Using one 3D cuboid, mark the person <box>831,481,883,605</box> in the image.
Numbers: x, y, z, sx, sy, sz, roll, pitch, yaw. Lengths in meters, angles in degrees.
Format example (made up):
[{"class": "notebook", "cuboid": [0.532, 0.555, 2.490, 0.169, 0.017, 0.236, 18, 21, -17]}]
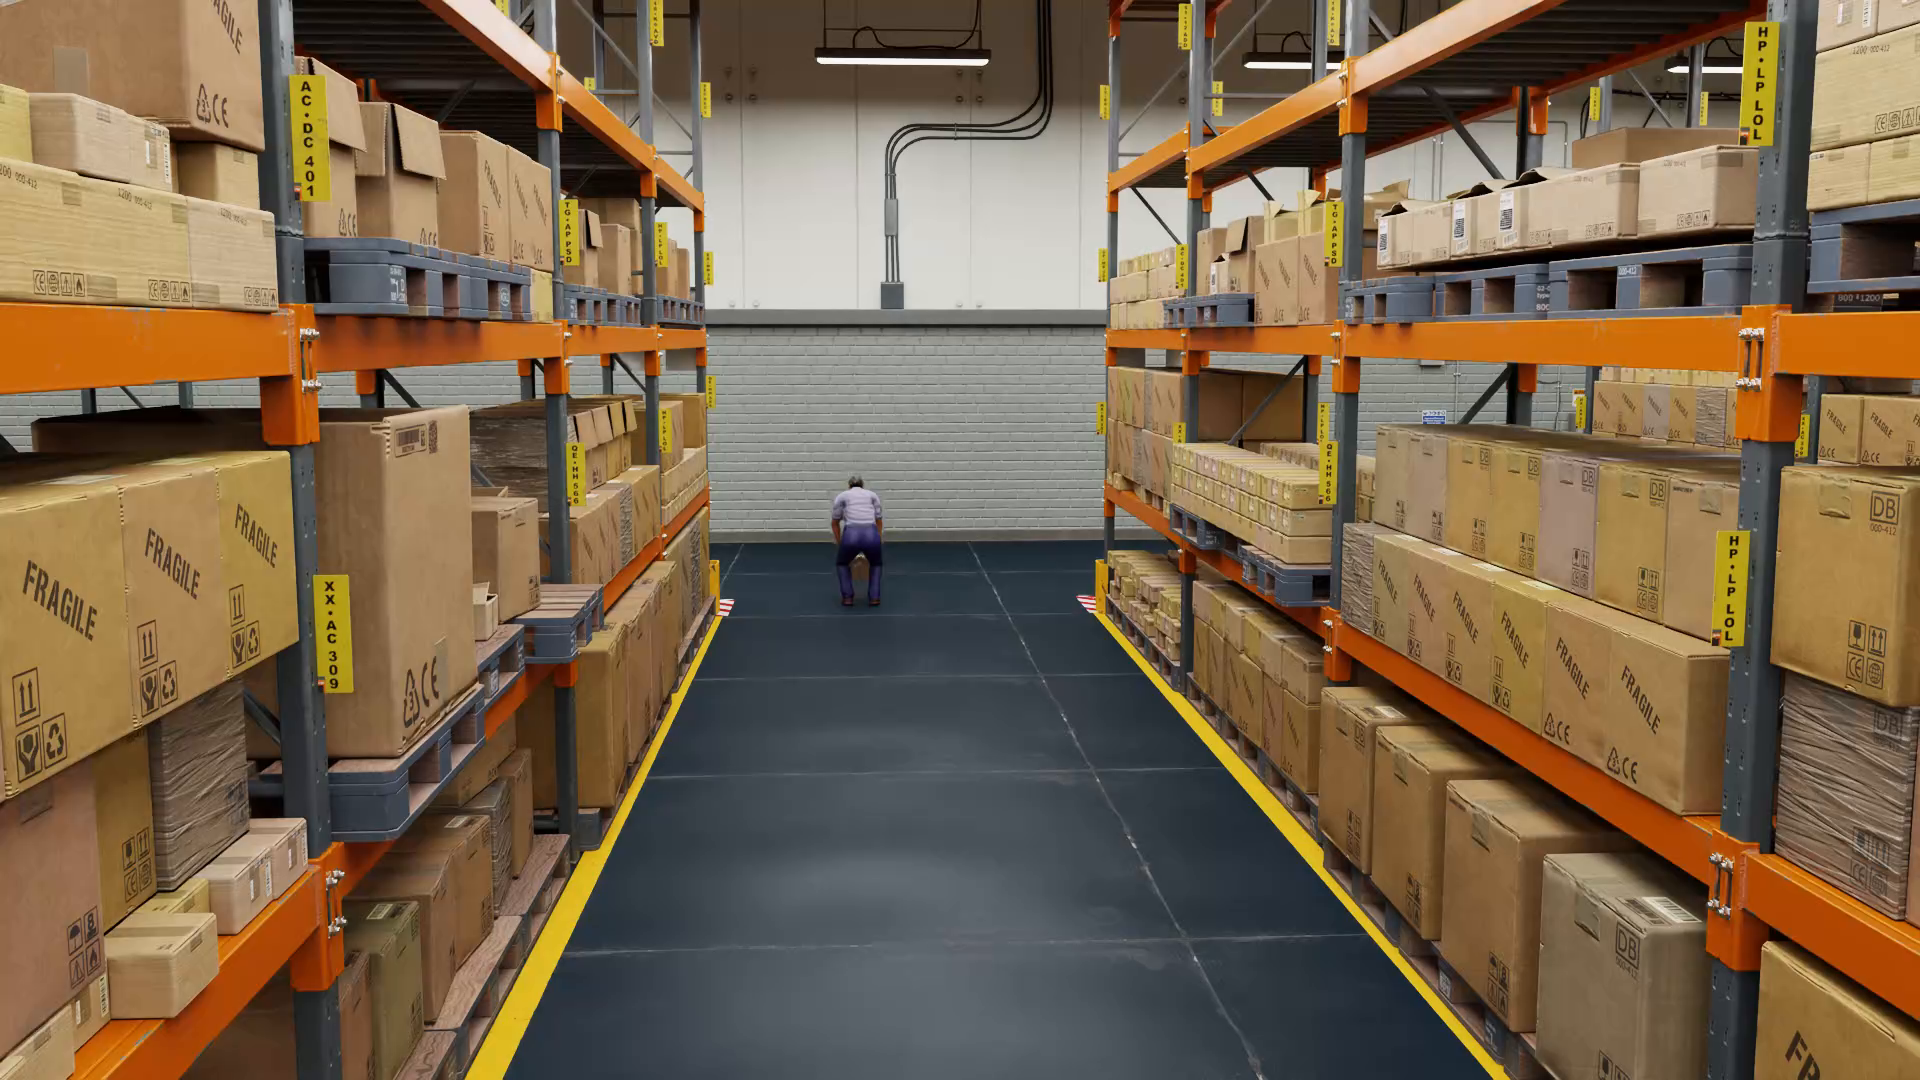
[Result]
[{"class": "person", "cuboid": [-1.059, 0.038, 17.145, 0.538, 1.258, 0.715, 0, 7, -4]}]
